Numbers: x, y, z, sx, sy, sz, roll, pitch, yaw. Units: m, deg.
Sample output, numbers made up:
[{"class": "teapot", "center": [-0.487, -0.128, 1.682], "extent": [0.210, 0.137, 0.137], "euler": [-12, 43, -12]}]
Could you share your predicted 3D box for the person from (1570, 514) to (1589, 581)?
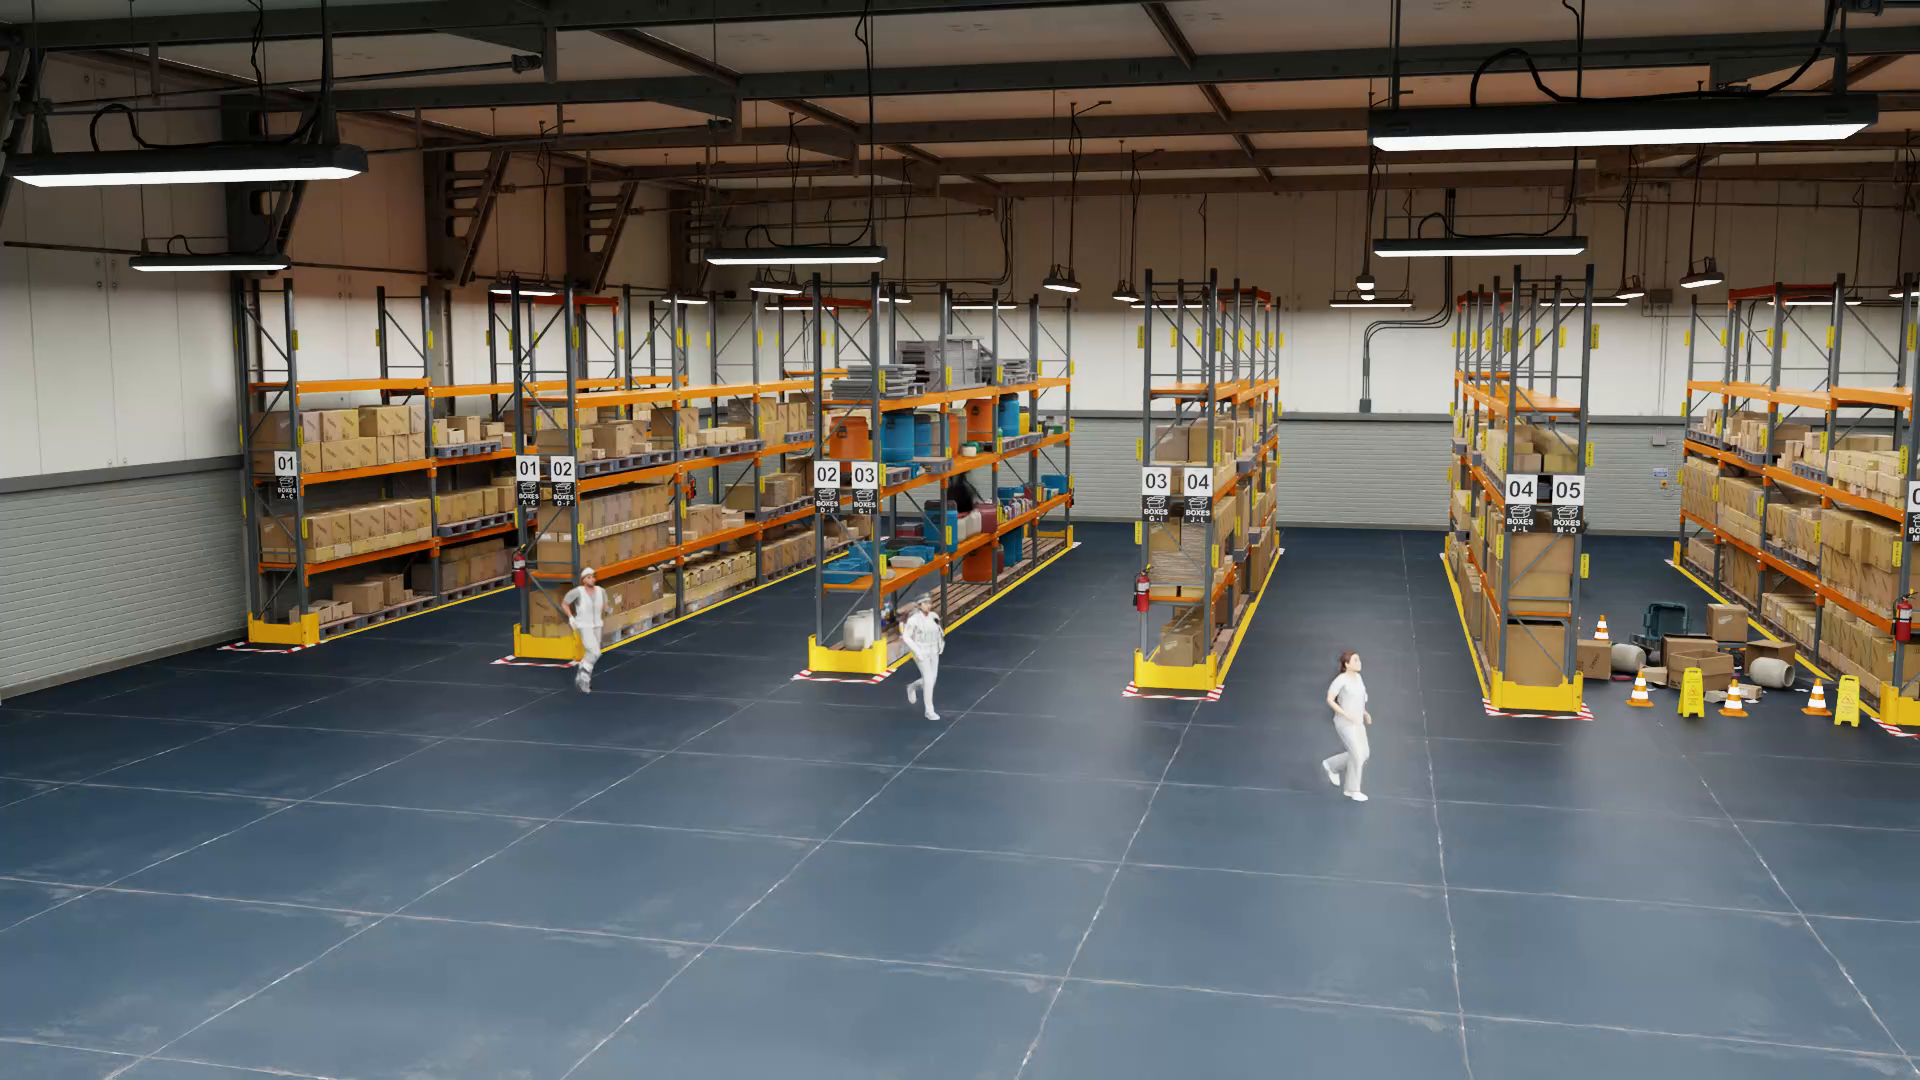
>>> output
[{"class": "person", "center": [12.633, -0.051, 34.455], "extent": [0.643, 1.632, 0.737], "euler": [1, 7, 8]}]

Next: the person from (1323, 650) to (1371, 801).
[{"class": "person", "center": [4.220, 2.018, 18.260], "extent": [0.574, 1.630, 0.618], "euler": [-6, 9, -43]}]

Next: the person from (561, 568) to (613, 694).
[{"class": "person", "center": [-5.262, 1.290, 23.749], "extent": [0.713, 1.809, 0.619], "euler": [6, 9, 42]}]

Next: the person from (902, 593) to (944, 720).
[{"class": "person", "center": [-0.493, 1.516, 22.153], "extent": [0.616, 1.687, 0.734], "euler": [-5, 8, -35]}]
